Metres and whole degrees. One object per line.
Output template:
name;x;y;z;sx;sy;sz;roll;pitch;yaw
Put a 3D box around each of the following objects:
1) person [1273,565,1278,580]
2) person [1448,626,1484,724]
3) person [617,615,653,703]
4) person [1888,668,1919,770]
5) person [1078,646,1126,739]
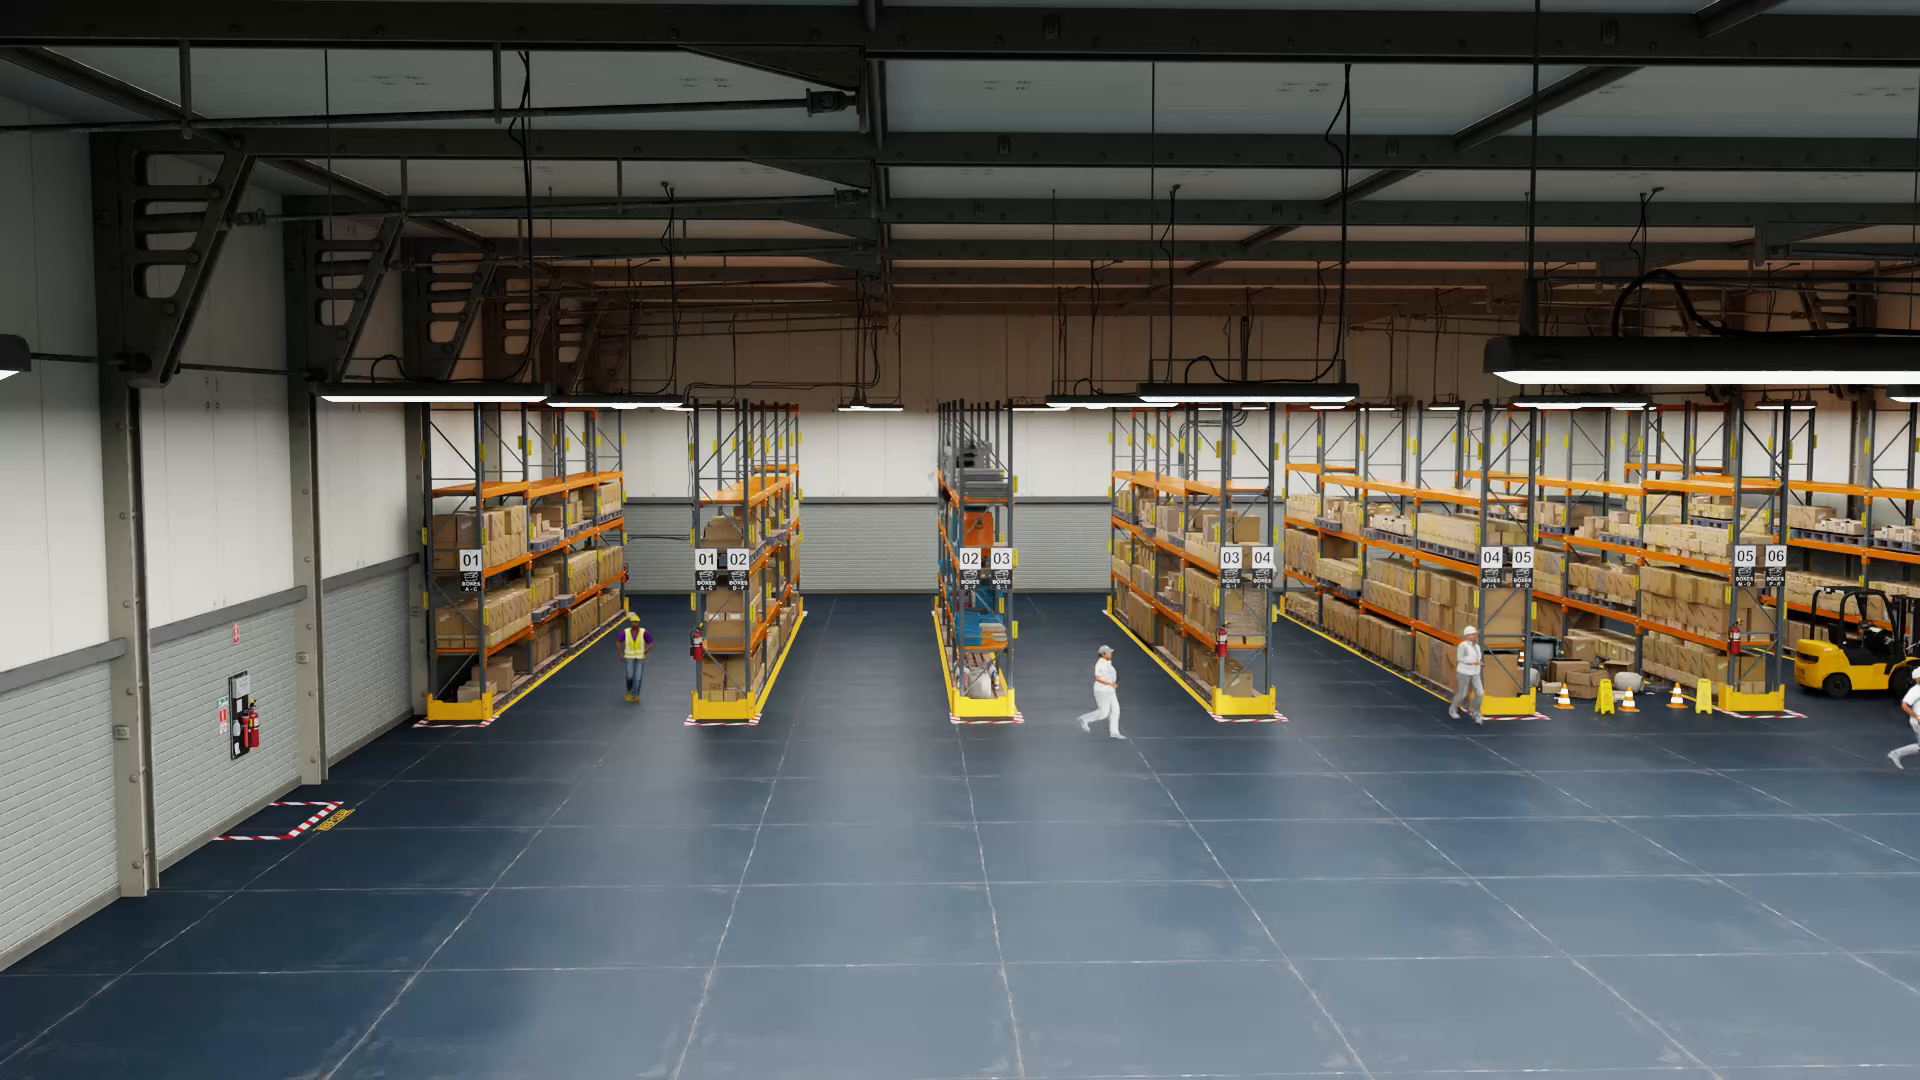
person;8.894;1.219;48.440;0.568;1.656;0.650;-2;5;-25
person;9.439;2.513;30.847;0.671;1.854;0.755;-3;5;-30
person;-6.416;2.353;32.886;0.699;1.741;0.640;-1;4;-15
person;15.035;2.873;26.030;0.901;1.744;0.714;4;6;40
person;2.516;2.684;29.327;0.850;1.660;0.611;2;5;20
